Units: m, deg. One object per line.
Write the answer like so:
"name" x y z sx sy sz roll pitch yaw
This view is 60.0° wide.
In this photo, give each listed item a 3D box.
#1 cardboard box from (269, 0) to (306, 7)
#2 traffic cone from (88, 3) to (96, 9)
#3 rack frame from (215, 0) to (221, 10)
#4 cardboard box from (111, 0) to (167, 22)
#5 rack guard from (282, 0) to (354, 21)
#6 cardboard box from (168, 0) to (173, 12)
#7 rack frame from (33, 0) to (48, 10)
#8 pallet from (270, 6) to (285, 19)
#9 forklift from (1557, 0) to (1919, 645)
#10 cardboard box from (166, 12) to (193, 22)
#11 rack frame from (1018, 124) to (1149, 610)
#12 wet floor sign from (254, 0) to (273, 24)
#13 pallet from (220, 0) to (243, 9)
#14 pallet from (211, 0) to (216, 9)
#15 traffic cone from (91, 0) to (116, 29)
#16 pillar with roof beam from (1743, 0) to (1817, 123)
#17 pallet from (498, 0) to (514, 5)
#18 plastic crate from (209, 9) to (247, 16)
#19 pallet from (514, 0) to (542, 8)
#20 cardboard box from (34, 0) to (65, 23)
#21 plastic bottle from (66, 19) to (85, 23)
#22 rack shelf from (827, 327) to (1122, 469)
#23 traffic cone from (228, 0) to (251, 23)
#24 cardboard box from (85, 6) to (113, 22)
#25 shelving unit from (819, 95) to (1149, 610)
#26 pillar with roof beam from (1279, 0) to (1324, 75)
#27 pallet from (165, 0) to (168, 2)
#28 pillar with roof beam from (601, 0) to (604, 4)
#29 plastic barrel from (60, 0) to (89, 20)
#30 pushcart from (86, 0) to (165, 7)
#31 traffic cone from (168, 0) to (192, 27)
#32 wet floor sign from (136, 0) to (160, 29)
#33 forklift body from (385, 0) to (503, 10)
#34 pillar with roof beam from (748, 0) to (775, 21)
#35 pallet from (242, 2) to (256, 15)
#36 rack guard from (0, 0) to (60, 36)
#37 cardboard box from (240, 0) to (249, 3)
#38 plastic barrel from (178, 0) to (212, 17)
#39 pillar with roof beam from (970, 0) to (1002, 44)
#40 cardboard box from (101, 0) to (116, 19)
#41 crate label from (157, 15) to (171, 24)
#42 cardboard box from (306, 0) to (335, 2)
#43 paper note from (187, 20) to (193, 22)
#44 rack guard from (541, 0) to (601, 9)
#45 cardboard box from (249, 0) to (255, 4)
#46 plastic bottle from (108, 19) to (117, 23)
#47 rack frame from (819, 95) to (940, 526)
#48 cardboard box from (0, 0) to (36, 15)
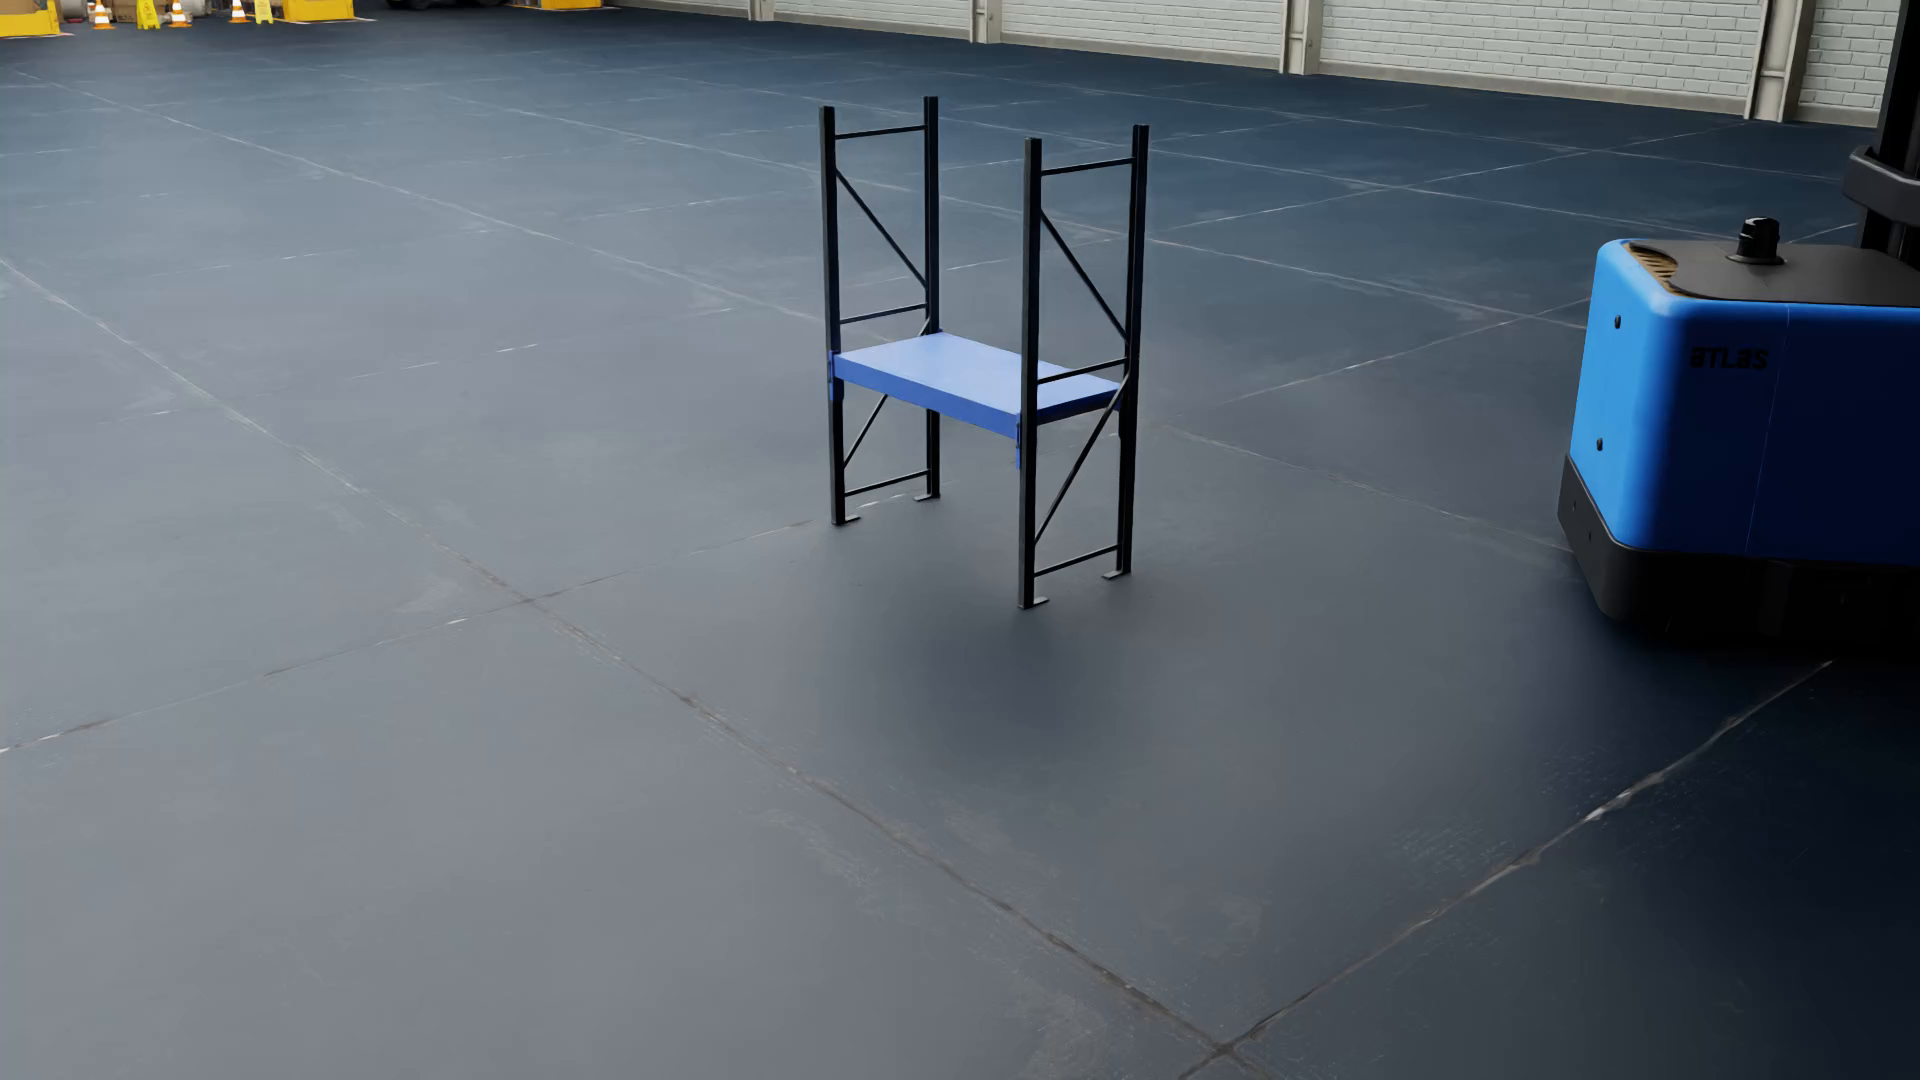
"cardboard box" -12.175 -9.794 30.071 0.500 0.250 0.500 -18 27 -38
"traffic cone" -16.856 -10.488 32.128 0.336 0.463 0.334 -17 27 -37
"rack frame" -14.039 -11.818 32.044 1.000 3.000 0.127 -17 27 -37
"cardboard box" -14.493 -9.433 29.378 0.637 0.503 0.797 3 22 9
"rack guard" -11.478 -9.570 29.732 1.175 0.500 0.348 -17 27 -37
"cardboard box" -14.371 -10.035 30.917 0.500 0.500 0.500 0 21 -1
"rack frame" -15.112 -9.507 26.143 1.000 3.000 0.127 -17 27 -37
"pallet" -11.981 -9.668 30.379 1.003 0.211 1.213 -17 27 -37
"forklift" 3.577 -1.137 4.869 3.031 2.935 1.130 4 22 9
"cardboard box" -13.814 -9.267 29.439 0.380 0.149 0.250 -4 22 -10
"rack frame" 0.388 -0.534 5.292 0.500 1.500 0.032 -17 27 -37
"wet floor sign" -12.115 -9.309 28.868 0.267 0.644 0.232 -8 23 -19
"pallet" -13.574 -10.343 32.101 1.003 0.211 1.213 -17 27 -37
"pallet" -14.549 -10.734 33.101 1.003 0.211 1.213 -17 27 -37
"traffic cone" -14.383 -8.810 27.843 0.336 0.463 0.334 -17 27 -37
"pillar with roof beam" 4.963 -7.440 12.641 9.100 9.000 0.400 -17 27 -37
"pallet" -8.993 -11.135 34.125 1.003 0.211 1.213 -17 27 -37
"plastic crate" -13.636 -9.830 30.971 0.583 0.080 0.402 12 24 27
"pallet" -8.201 -10.799 33.265 1.003 0.211 1.213 -17 27 -37
"cardboard box" -15.932 -9.264 28.949 0.500 0.500 0.500 -12 25 -28
"plastic bottle" -15.470 -9.085 29.095 0.133 0.061 0.283 12 24 27
"rack shelf" 0.056 -0.507 5.716 0.538 0.185 1.000 -17 27 -37
"traffic cone" -12.686 -9.343 29.205 0.336 0.463 0.334 -17 27 -37
"cardboard box" -15.206 -9.302 29.370 0.396 0.266 0.258 -12 25 -28
"shelving unit" 0.056 -0.675 5.650 0.538 1.500 1.048 -17 27 -37
"pillar with roof beam" 1.046 -9.098 16.873 9.100 9.000 0.400 -17 27 -37
"pallet" -16.141 -11.409 34.822 1.003 0.211 1.213 -17 27 -37
"pillar with roof beam" -10.703 -14.071 29.571 9.100 9.000 0.400 -17 27 -37
"plastic barrel" -15.821 -9.464 29.566 0.512 0.421 0.421 0 21 -1
"pushcart" -15.734 -10.040 31.102 0.936 0.377 1.648 12 24 27
"traffic cone" -13.305 -8.985 28.290 0.336 0.463 0.334 -17 27 -37
"wet floor sign" -13.593 -8.874 27.755 0.232 0.644 0.267 17 27 36
"forklift body" -10.290 -11.590 32.626 2.313 2.155 1.214 -17 27 -37
"pillar with roof beam" -6.787 -12.413 25.338 9.100 9.000 0.400 -17 27 -37
"pallet" -12.773 -10.005 31.240 1.003 0.211 1.213 -17 27 -37
"rack guard" -15.097 -8.336 26.582 1.175 0.500 0.348 -17 27 -37
"cardboard box" -13.153 -10.215 31.147 0.500 0.250 0.500 -18 28 -38
"plastic barrel" -13.923 -9.724 30.229 0.512 0.421 0.421 0 21 -1
"pillar with roof beam" -2.870 -10.756 21.106 9.100 9.000 0.400 -17 27 -37
"cardboard box" -15.109 -9.753 30.008 0.797 0.637 0.503 -17 27 -37
"crate label" -13.865 -9.036 28.866 0.298 0.136 0.250 7 23 18
"cardboard box" -11.745 -9.917 30.385 0.500 0.250 0.500 -18 28 -38
"paper note" -13.553 -9.118 29.221 0.142 0.019 0.148 12 24 27
"rack guard" -7.655 -10.725 32.681 1.175 0.500 0.348 -17 27 -37
"cardboard box" -12.838 -10.076 30.790 0.500 0.250 0.500 -19 28 -39
"plastic bottle" -14.899 -9.088 29.104 0.283 0.061 0.133 12 24 27
"rack frame" -0.276 -0.815 6.009 0.500 1.500 0.032 -17 27 -37
"cardboard box" -15.605 -8.884 26.892 0.875 0.875 0.875 -17 27 -37
